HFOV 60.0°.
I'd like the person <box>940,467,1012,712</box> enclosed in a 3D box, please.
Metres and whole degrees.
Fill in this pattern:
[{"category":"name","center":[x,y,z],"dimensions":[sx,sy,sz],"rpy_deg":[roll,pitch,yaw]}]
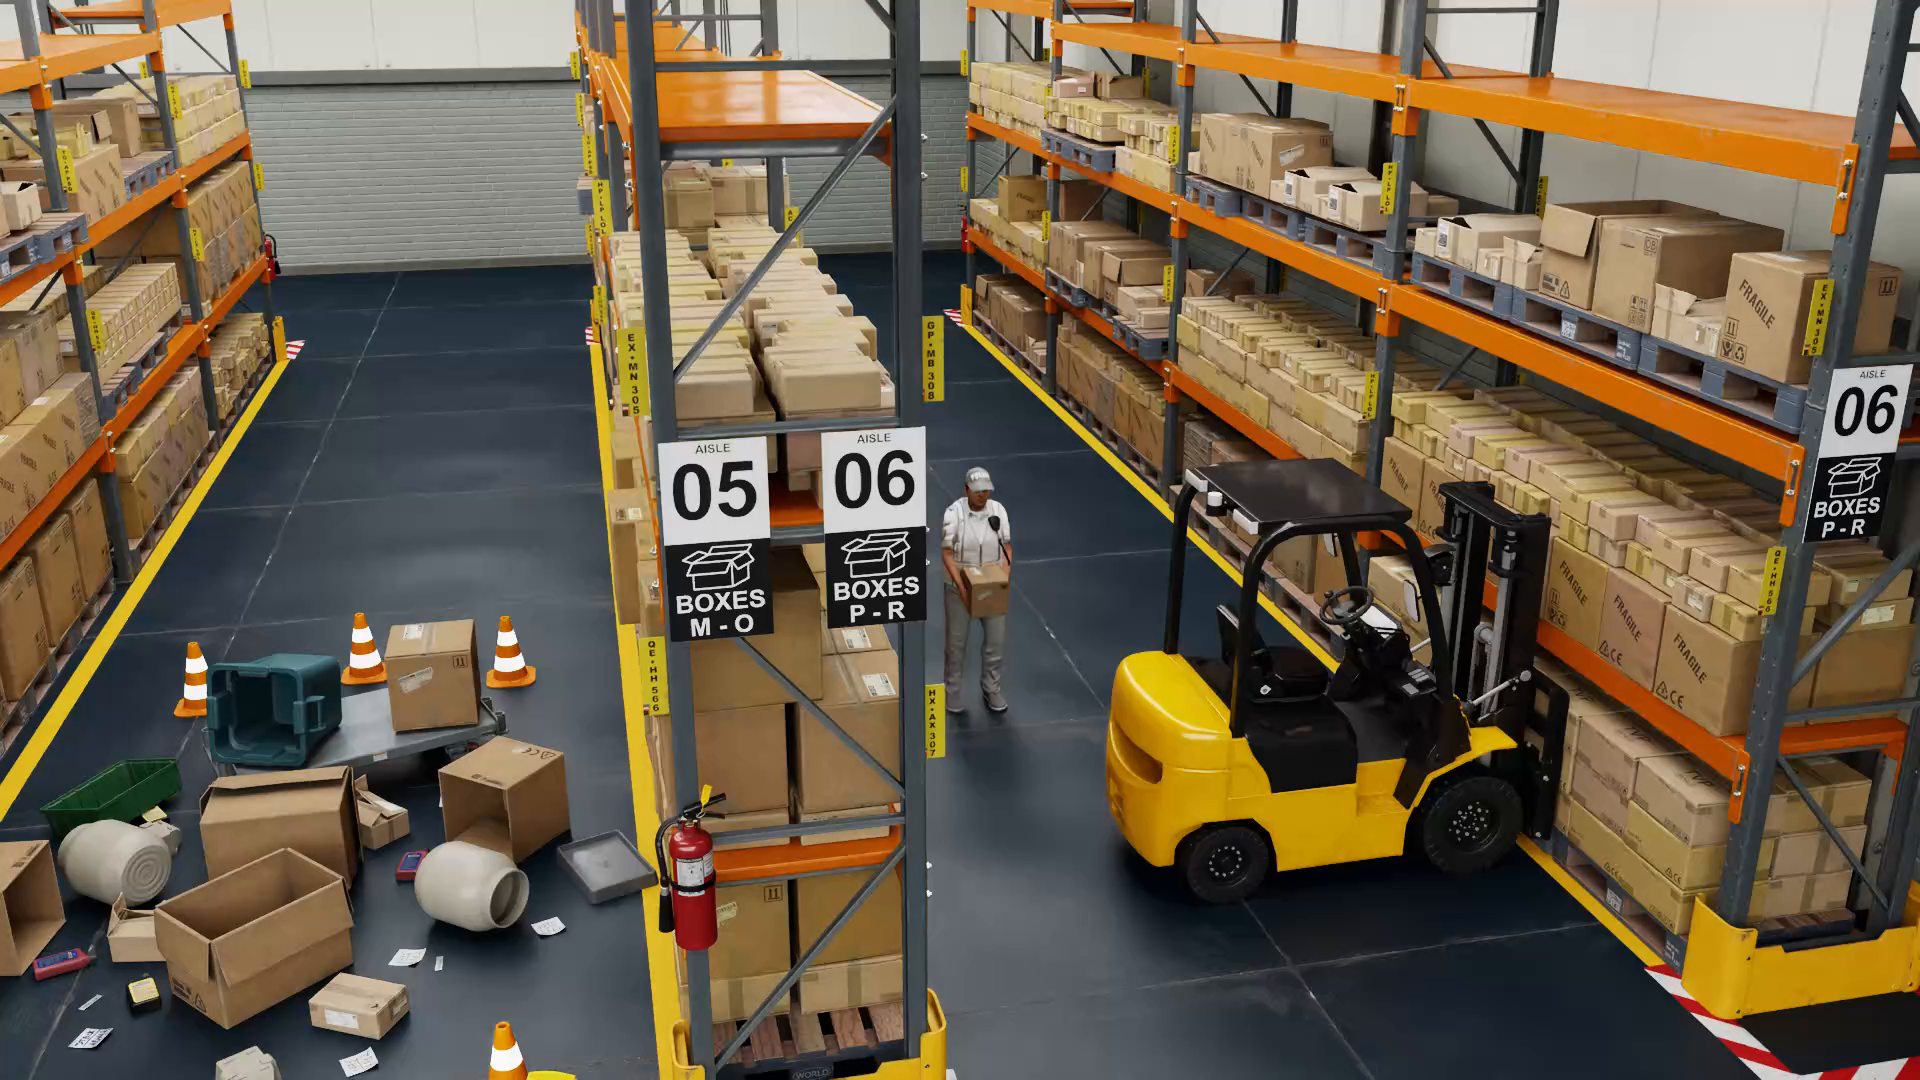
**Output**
[{"category":"person","center":[0.120,0.329,11.138],"dimensions":[0.487,1.670,0.498],"rpy_deg":[-5,20,-13]}]
